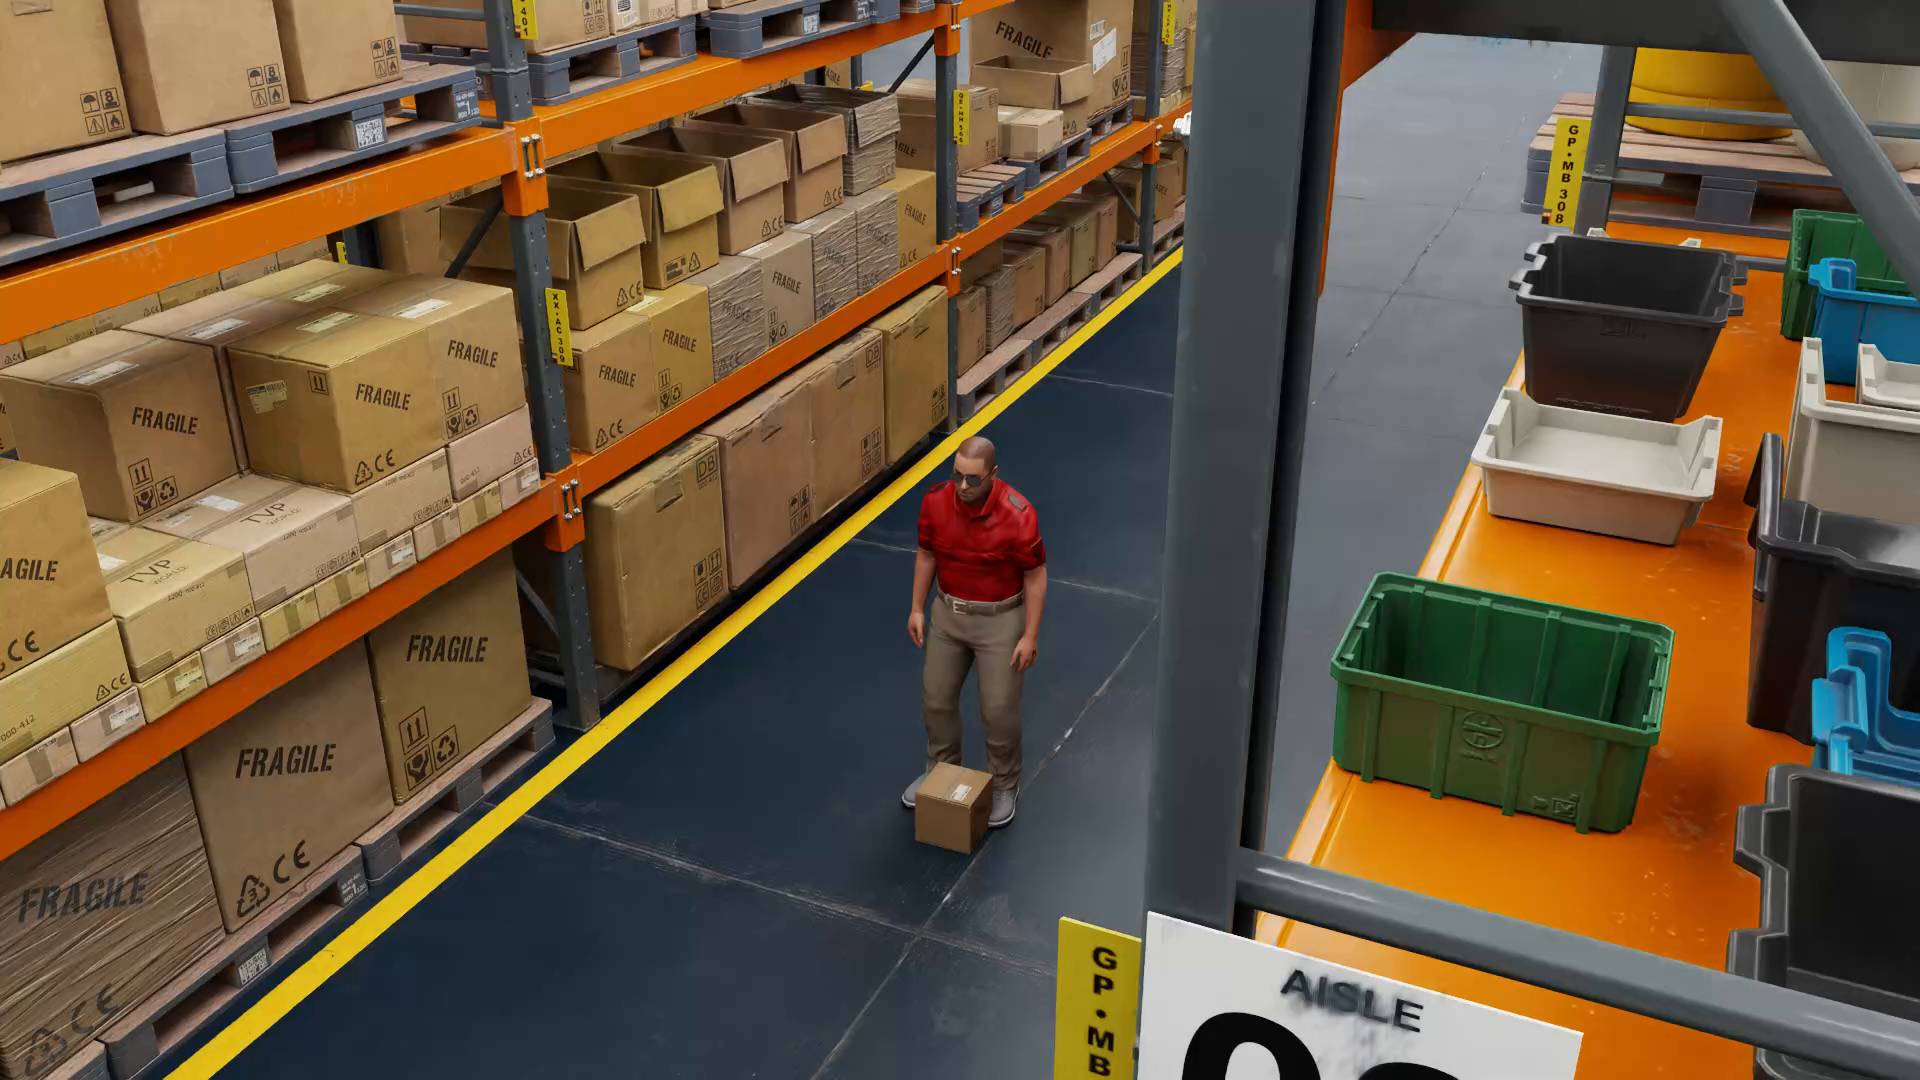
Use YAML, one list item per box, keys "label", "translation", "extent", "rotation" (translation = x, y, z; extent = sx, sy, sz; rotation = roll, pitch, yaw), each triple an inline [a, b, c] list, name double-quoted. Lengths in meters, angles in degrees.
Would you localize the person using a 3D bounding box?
- label: "person"
  translation: [0.064, 0.356, 6.896]
  extent: [0.587, 1.727, 0.394]
  rotation: [11, 28, 22]
